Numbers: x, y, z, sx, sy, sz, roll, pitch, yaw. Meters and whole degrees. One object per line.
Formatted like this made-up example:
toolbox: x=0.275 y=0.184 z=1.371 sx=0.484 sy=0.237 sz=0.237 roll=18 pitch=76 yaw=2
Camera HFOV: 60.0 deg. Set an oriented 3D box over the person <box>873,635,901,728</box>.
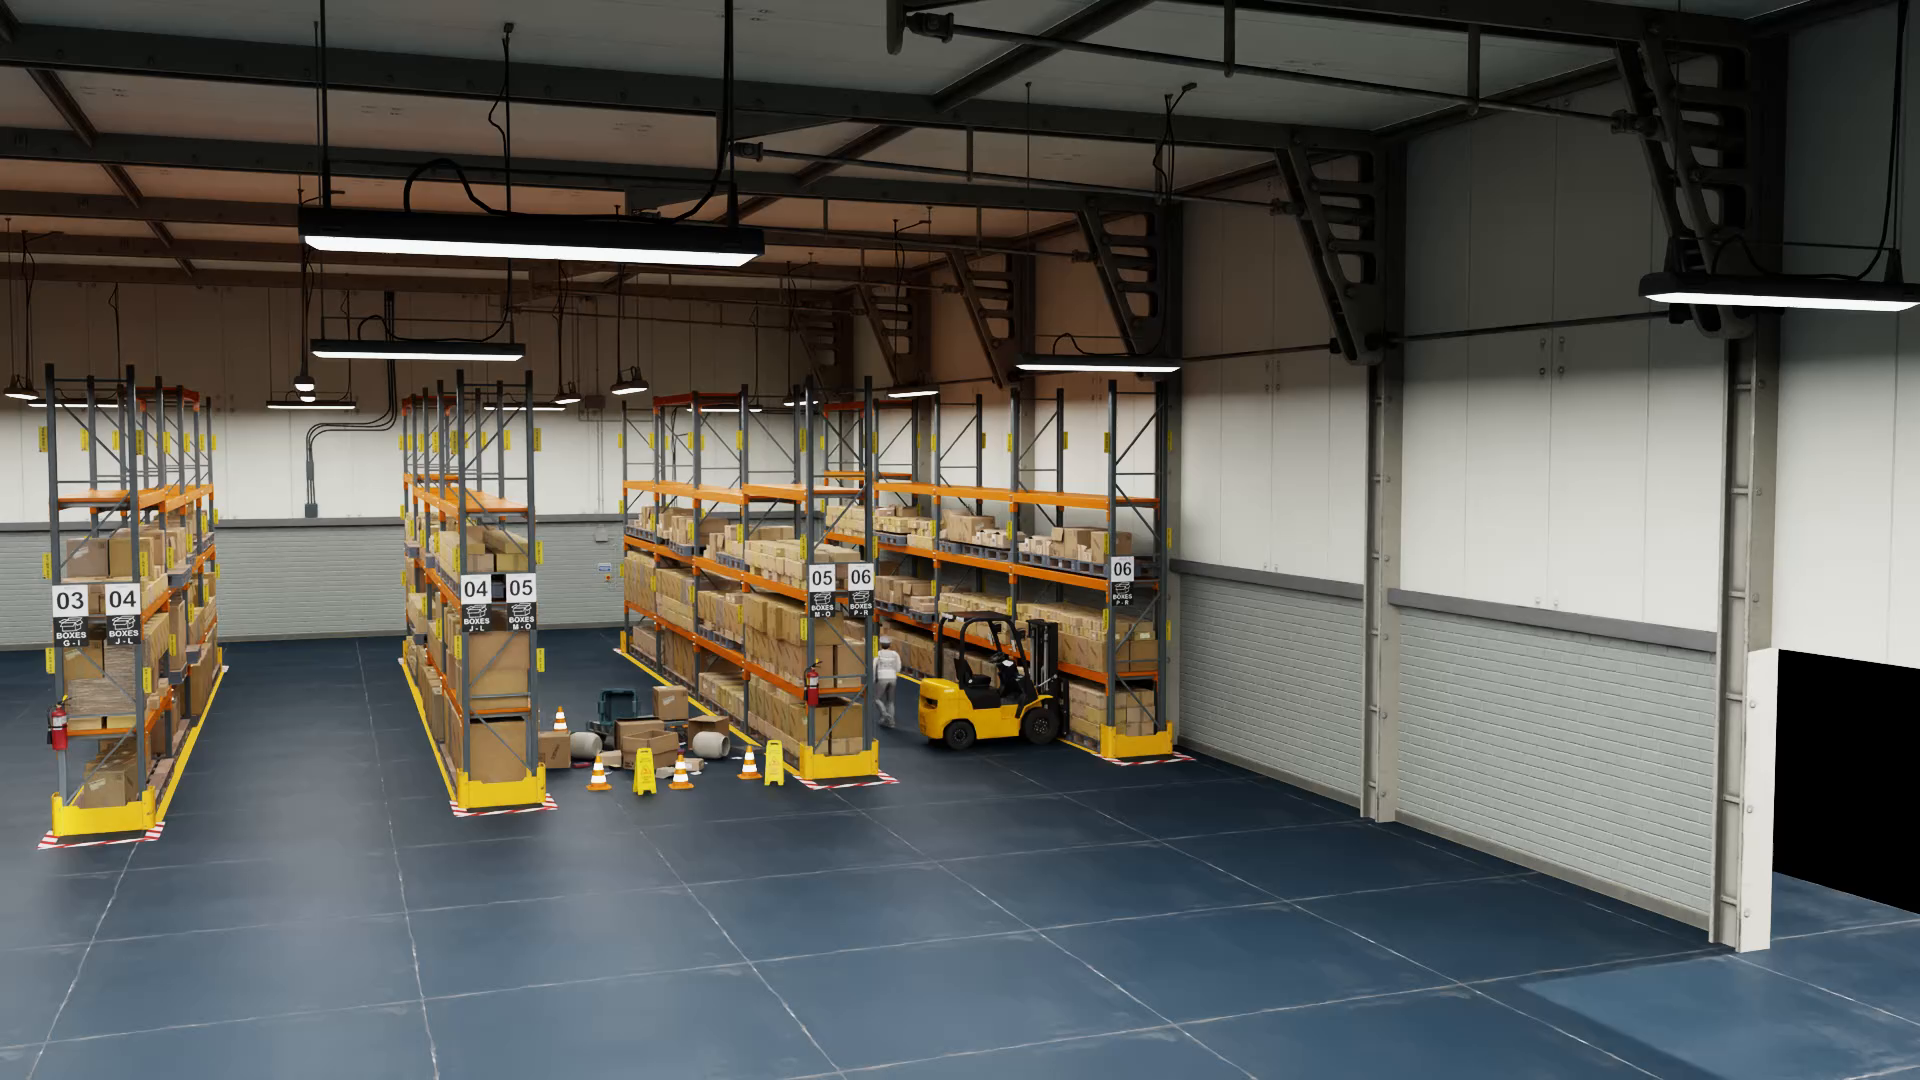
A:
person: x=-1.324 y=2.494 z=29.446 sx=0.615 sy=1.588 sz=0.703 roll=-1 pitch=4 yaw=-20
